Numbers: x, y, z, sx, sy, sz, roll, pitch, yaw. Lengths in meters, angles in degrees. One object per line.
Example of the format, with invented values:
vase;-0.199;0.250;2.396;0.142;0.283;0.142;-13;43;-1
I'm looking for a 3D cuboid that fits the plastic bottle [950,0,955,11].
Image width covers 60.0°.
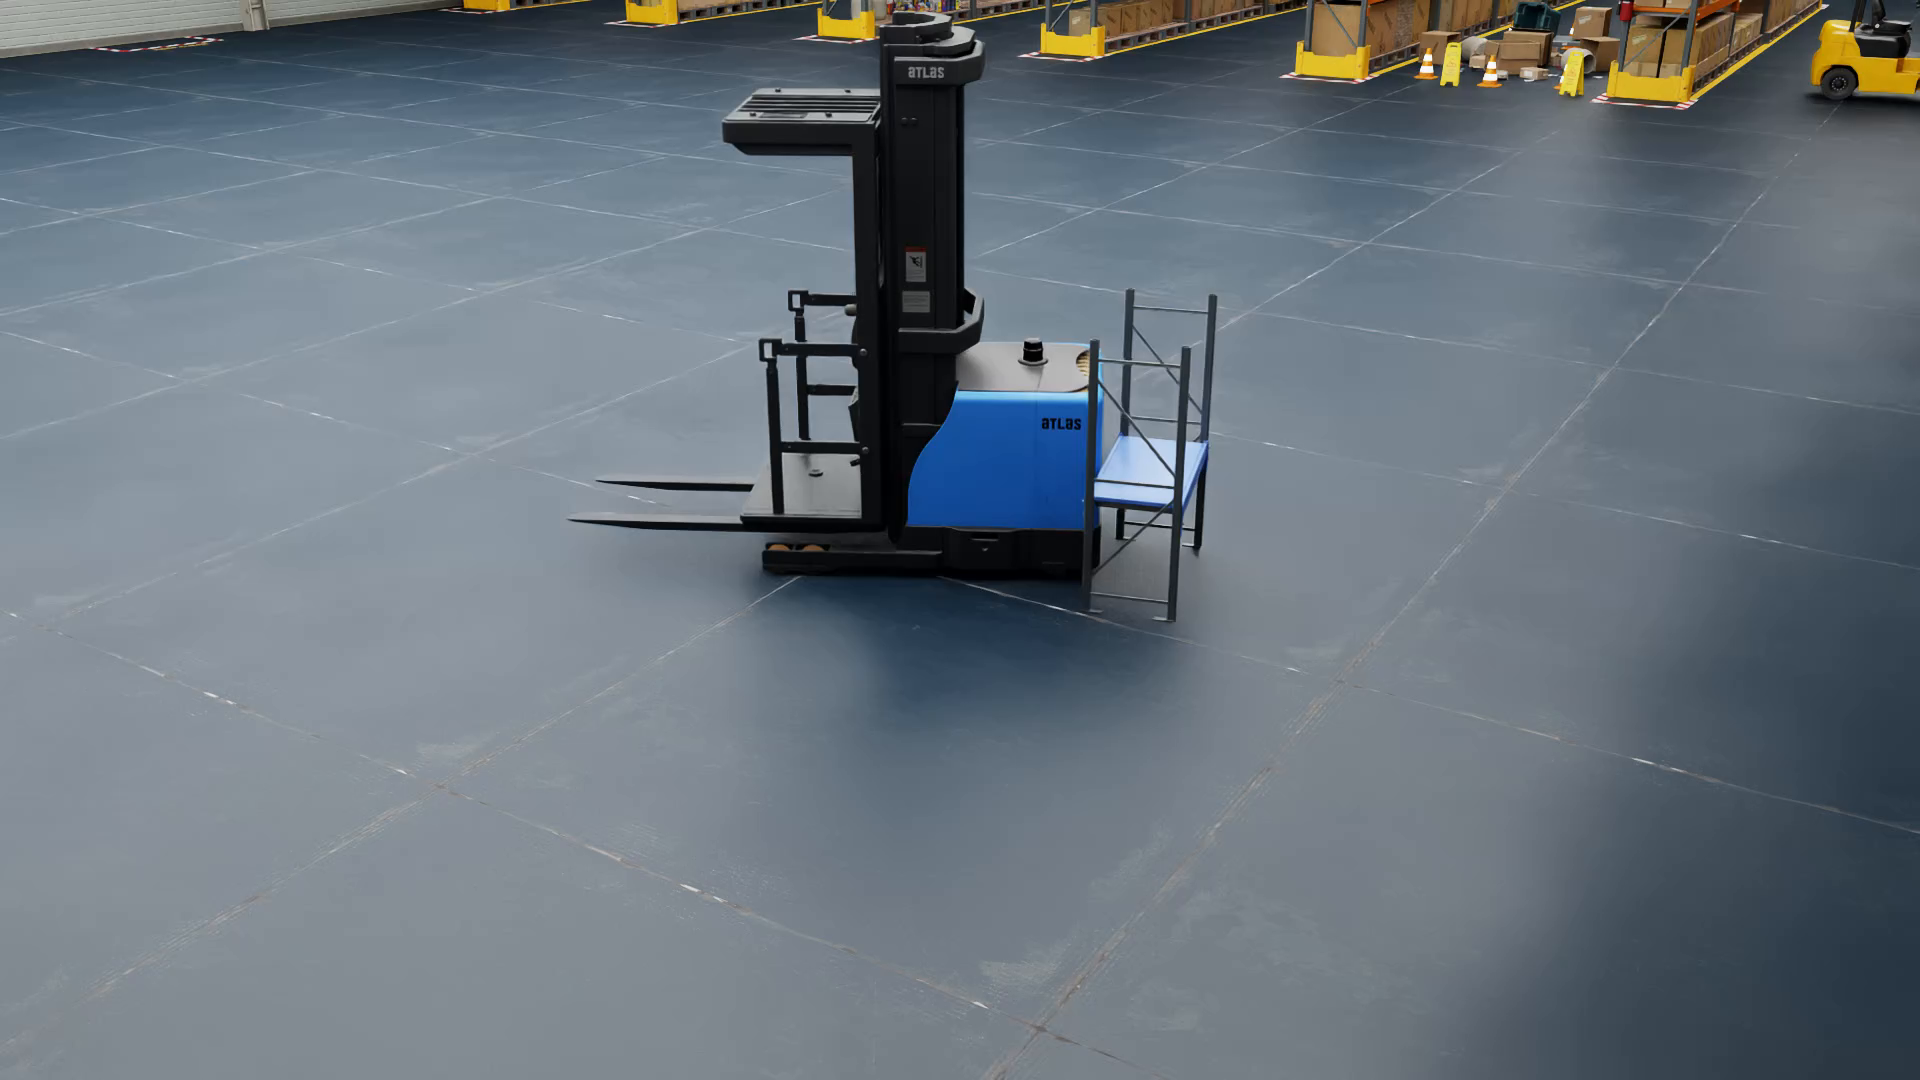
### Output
plastic bottle;-0.203;-11.240;34.719;0.144;0.351;0.185;13;27;28

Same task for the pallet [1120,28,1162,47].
pallet;3.133;-9.567;31.583;1.003;0.211;1.213;14;27;29

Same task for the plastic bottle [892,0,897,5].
plastic bottle;-1.392;-10.972;34.193;0.152;0.276;0.135;13;27;28

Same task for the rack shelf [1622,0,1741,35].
rack shelf;11.464;-8.412;26.311;1.077;0.370;4.000;14;27;29

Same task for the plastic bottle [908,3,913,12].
plastic bottle;-0.997;-10.678;33.521;0.097;0.271;0.097;0;23;0

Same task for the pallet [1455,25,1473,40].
pallet;9.246;-9.830;32.192;1.003;0.211;1.213;14;27;29

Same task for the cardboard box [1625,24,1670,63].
cardboard box;10.610;-7.667;25.673;0.500;0.500;0.500;14;27;29

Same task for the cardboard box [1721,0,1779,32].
cardboard box;15.064;-10.200;31.683;0.875;0.875;0.875;14;27;28

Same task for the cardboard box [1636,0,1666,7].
cardboard box;10.425;-8.123;25.054;0.380;0.149;0.250;15;28;31

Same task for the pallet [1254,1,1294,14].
pallet;6.690;-11.814;36.775;1.003;0.211;1.213;14;27;29

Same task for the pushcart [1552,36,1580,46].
pushcart;10.556;-8.675;29.313;1.648;0.377;0.936;5;24;11

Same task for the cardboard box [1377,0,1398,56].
cardboard box;6.914;-8.828;28.513;0.875;0.875;0.875;13;27;28

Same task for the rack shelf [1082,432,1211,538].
rack shelf;1.026;-0.314;9.040;0.538;0.185;1.000;6;24;14

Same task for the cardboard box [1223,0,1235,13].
cardboard box;5.299;-11.286;34.636;0.700;0.500;0.500;16;28;33

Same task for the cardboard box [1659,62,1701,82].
cardboard box;11.070;-7.212;25.567;0.500;0.250;0.500;14;27;29

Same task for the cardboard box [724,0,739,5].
cardboard box;-5.160;-11.792;36.146;0.500;0.250;0.500;14;27;29

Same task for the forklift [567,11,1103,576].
forklift;-0.708;-1.355;9.190;3.031;2.935;1.130;1;23;3

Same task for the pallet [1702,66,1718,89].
pallet;11.552;-7.490;26.786;1.003;0.211;1.213;14;27;29

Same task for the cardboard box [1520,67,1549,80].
cardboard box;9.384;-7.624;27.174;0.250;0.149;0.380;-12;26;-26

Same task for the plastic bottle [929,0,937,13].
plastic bottle;-0.563;-10.978;34.208;0.152;0.276;0.135;14;27;30

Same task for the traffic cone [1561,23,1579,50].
traffic cone;11.287;-9.272;30.586;0.336;0.463;0.334;14;27;29

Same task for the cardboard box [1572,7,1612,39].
cardboard box;10.991;-8.980;28.912;0.500;0.500;0.500;14;27;29

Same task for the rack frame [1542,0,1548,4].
rack frame;12.480;-13.120;36.282;1.000;3.000;0.127;14;27;29

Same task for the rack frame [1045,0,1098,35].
rack frame;1.990;-10.144;29.406;1.000;3.000;0.127;14;27;29

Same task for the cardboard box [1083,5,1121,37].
cardboard box;2.620;-9.605;30.780;0.500;0.500;0.500;-20;31;-39

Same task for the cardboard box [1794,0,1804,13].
cardboard box;17.161;-11.323;34.828;0.875;0.438;0.875;13;27;28

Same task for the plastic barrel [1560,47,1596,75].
plastic barrel;10.212;-7.899;27.464;0.421;0.421;0.512;-7;24;-17

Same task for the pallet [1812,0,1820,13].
pallet;18.494;-11.901;36.976;1.003;0.211;1.213;14;27;29

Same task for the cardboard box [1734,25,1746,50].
cardboard box;13.170;-8.825;29.138;0.950;0.372;0.625;16;28;32

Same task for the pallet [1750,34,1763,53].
pallet;14.216;-9.224;30.791;1.003;0.211;1.213;14;27;29

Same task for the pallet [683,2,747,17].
pallet;-5.412;-11.618;36.322;1.003;0.211;1.213;14;27;29

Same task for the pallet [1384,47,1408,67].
pallet;7.150;-8.487;29.089;1.003;0.211;1.213;14;27;29

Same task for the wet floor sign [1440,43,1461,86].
wet floor sign;7.817;-7.565;26.413;0.267;0.644;0.232;9;25;20

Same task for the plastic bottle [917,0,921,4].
plastic bottle;-0.860;-11.222;34.777;0.097;0.271;0.097;0;23;0

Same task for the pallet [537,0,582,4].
pallet;-9.491;-12.681;38.776;1.003;0.211;1.213;14;27;29

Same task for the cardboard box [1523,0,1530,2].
cardboard box;11.759;-11.518;35.198;0.500;0.500;0.500;13;27;28

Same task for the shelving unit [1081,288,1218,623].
shelving unit;1.026;-0.479;8.968;0.538;1.500;1.048;6;24;14

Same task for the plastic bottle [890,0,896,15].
plastic bottle;-1.375;-10.906;34.032;0.061;0.283;0.133;14;27;29

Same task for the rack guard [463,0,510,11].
rack guard;-10.594;-12.136;37.155;1.175;0.500;0.348;14;27;29

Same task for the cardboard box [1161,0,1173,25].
cardboard box;3.855;-10.413;32.645;0.500;0.500;0.500;13;27;27

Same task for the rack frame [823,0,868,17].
rack frame;-2.218;-11.182;31.804;1.000;3.000;0.127;14;27;29

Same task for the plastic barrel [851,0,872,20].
plastic barrel;-1.936;-10.471;32.764;0.421;0.512;0.421;0;23;0

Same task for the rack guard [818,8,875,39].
rack guard;-2.218;-10.070;32.382;1.175;0.500;0.348;14;27;29

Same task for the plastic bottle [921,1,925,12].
plastic bottle;-0.763;-10.828;33.866;0.097;0.271;0.097;0;23;0

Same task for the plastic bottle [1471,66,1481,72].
plastic bottle;8.699;-7.951;28.039;0.133;0.061;0.283;5;24;11

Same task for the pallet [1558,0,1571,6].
pallet;13.447;-12.488;38.331;1.003;0.211;1.213;14;27;29

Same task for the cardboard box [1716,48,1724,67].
cardboard box;12.163;-7.910;27.179;0.500;0.250;0.500;13;27;28

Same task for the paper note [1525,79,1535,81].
paper note;9.217;-7.441;26.899;0.148;0.019;0.142;5;24;11

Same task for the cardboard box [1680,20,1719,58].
cardboard box;11.625;-7.909;26.233;0.500;0.500;0.500;14;27;30

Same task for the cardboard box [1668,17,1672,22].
cardboard box;11.022;-8.275;26.262;0.380;0.149;0.250;15;28;31

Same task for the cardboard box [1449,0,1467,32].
cardboard box;9.023;-10.134;31.686;1.050;0.750;0.750;14;27;29

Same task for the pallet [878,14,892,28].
pallet;-1.140;-10.621;34.018;1.003;0.211;1.213;14;27;29
